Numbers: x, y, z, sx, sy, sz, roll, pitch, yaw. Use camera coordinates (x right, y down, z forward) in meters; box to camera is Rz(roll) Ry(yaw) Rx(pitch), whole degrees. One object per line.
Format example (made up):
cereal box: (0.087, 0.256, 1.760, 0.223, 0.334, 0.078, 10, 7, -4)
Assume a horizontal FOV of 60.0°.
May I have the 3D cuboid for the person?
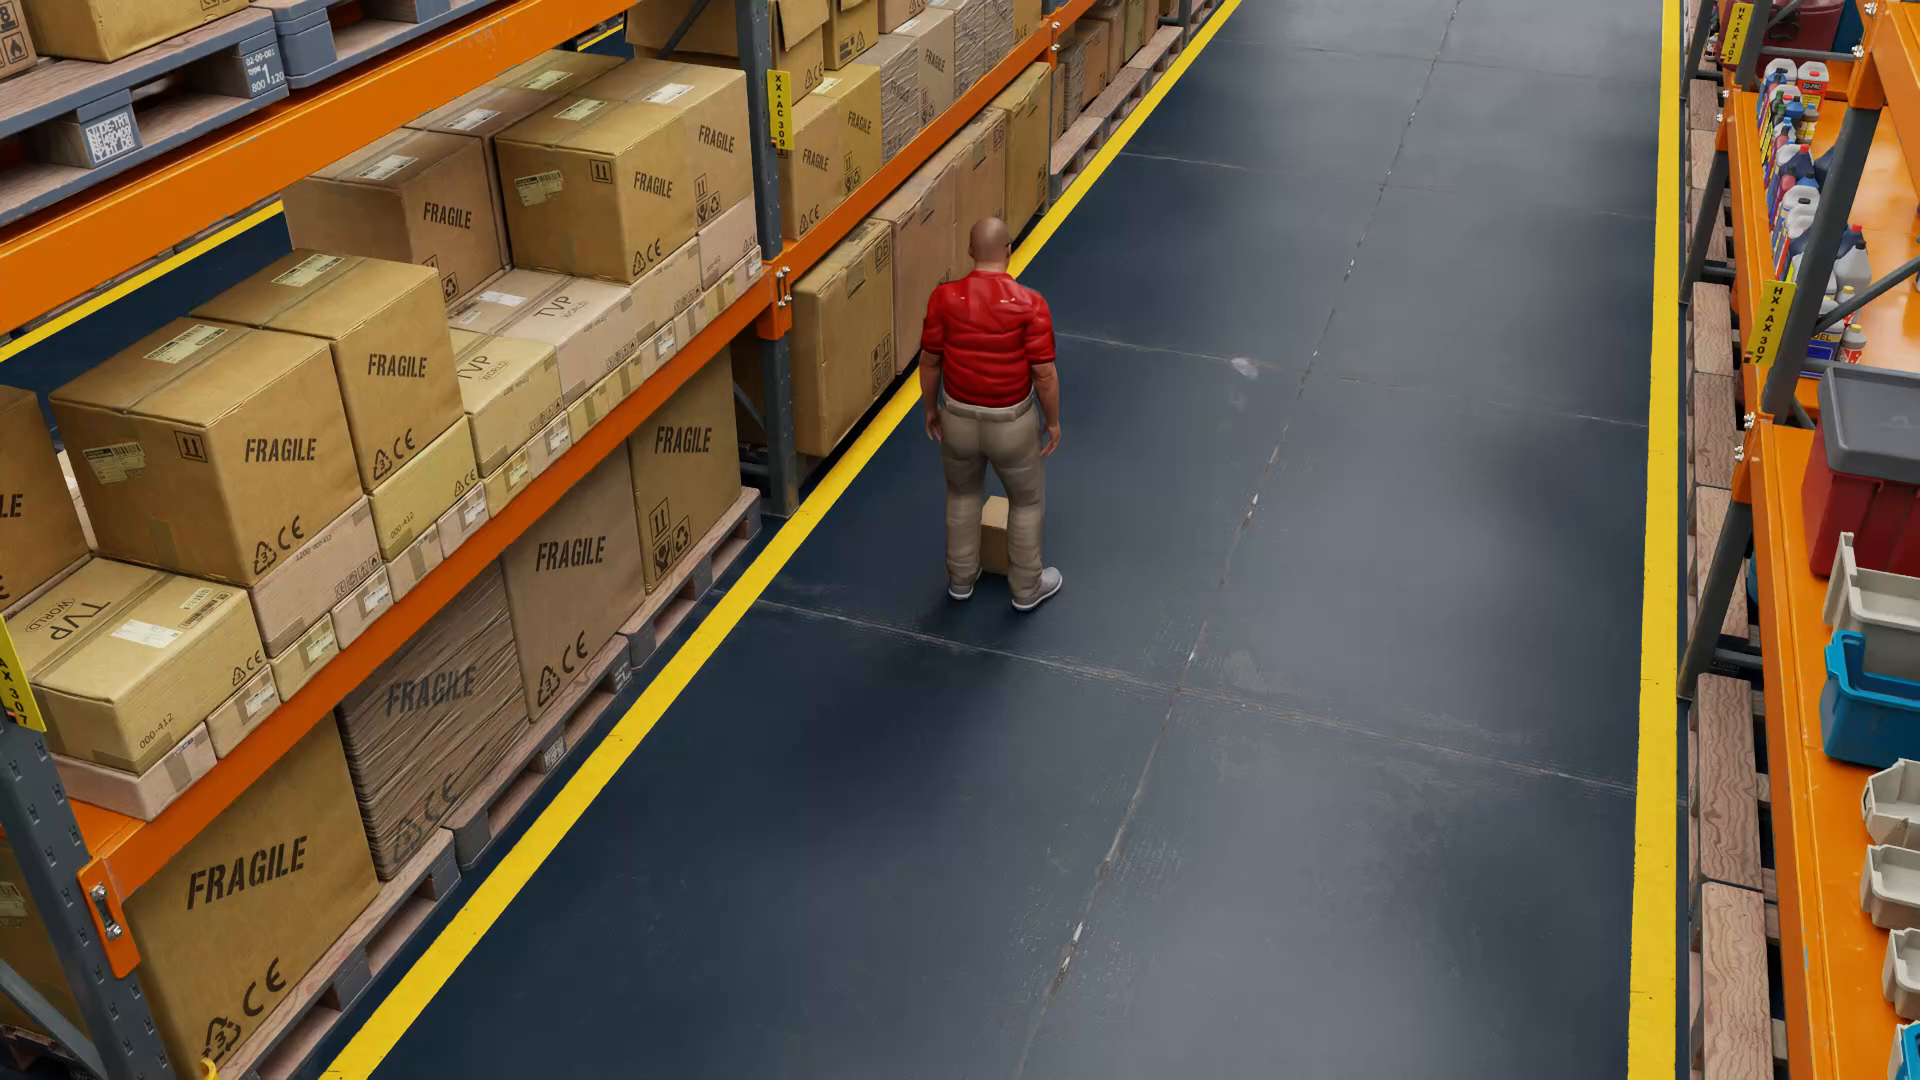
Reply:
person: (0.133, -0.501, 6.923, 0.599, 1.726, 0.393, 9, 34, 14)
